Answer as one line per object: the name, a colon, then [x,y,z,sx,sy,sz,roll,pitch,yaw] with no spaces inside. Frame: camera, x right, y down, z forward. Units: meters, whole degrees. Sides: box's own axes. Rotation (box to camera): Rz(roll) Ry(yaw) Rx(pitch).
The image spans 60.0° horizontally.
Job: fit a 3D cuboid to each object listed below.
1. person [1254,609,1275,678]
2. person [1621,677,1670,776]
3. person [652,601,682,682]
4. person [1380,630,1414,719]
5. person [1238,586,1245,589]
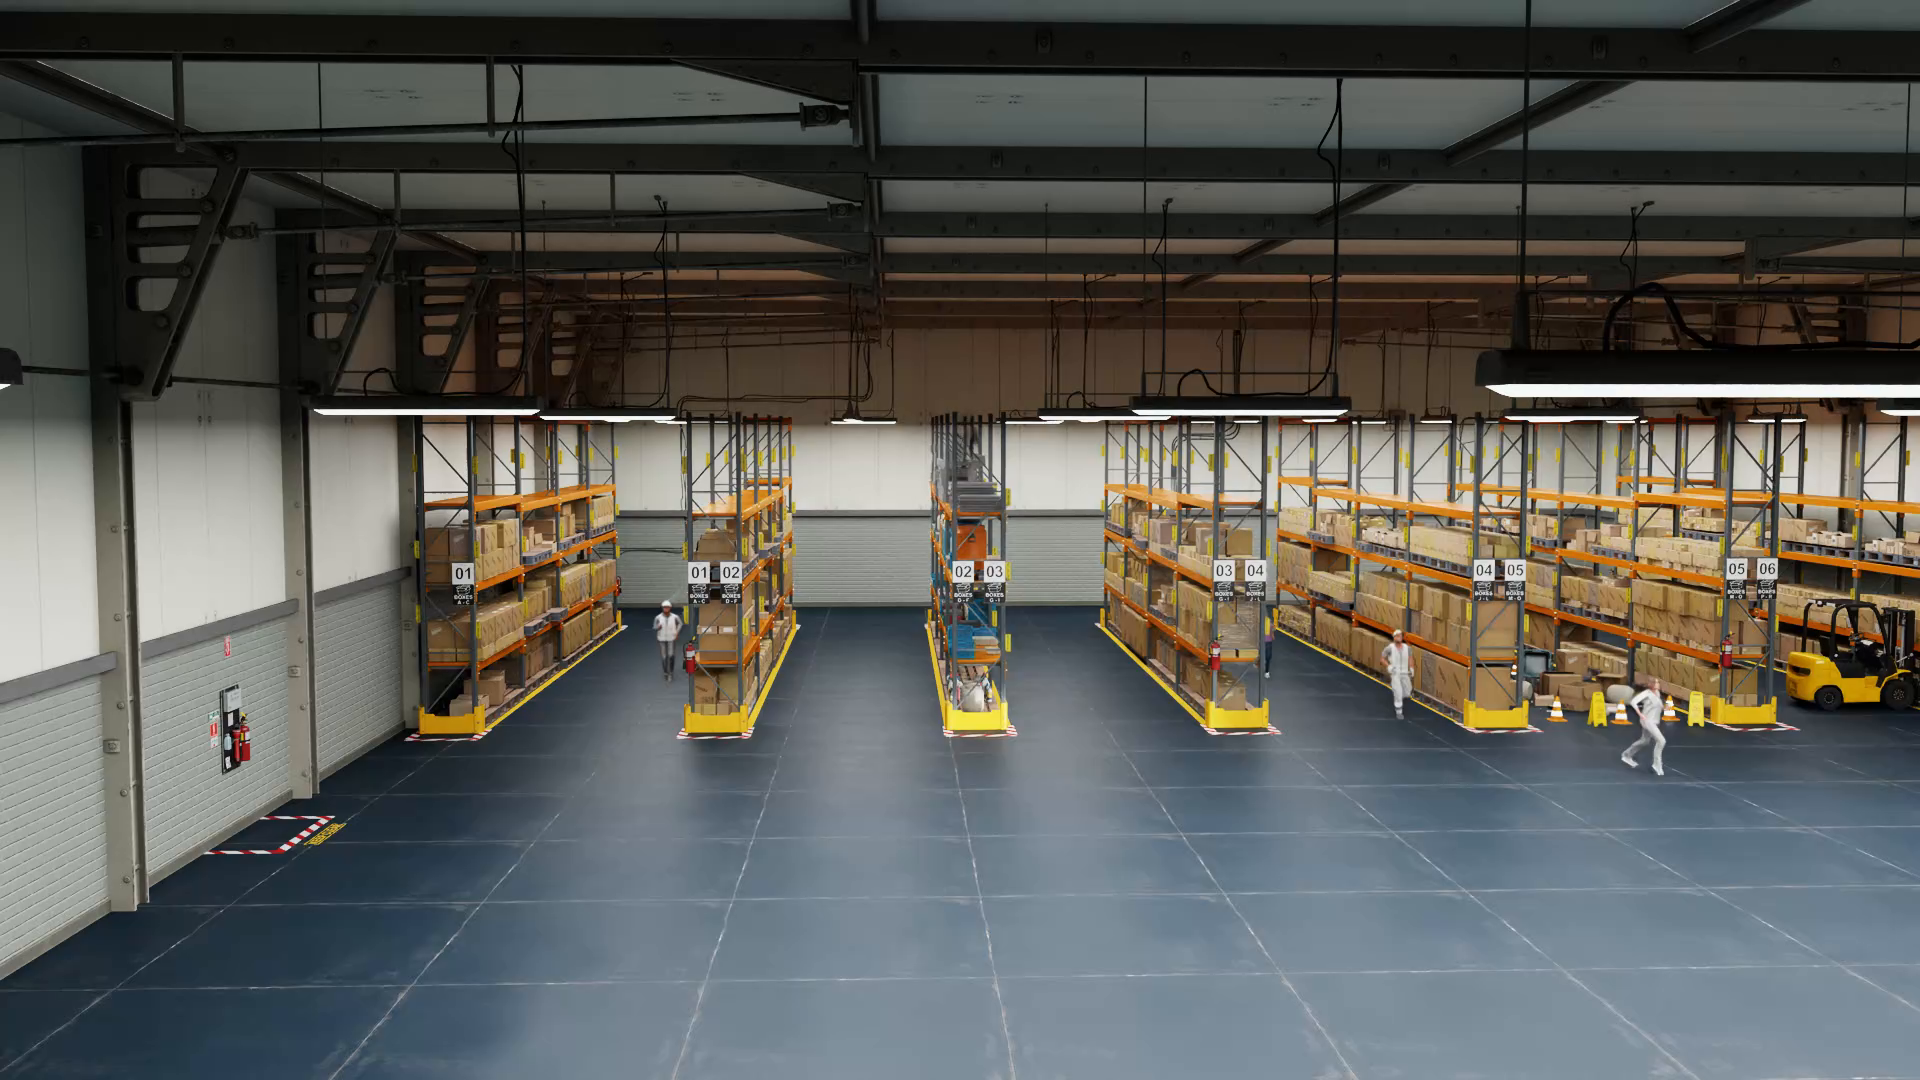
person: [6.987,2.363,38.226,0.549,1.563,0.664,-1,4,-14]
person: [11.360,3.066,27.550,0.759,1.635,0.513,3,5,41]
person: [-6.611,2.285,37.522,0.639,1.825,0.732,0,4,-3]
person: [8.641,2.633,32.857,0.676,1.724,0.675,-1,4,-10]
person: [7.933,1.596,48.082,0.733,1.737,0.856,3,5,36]
